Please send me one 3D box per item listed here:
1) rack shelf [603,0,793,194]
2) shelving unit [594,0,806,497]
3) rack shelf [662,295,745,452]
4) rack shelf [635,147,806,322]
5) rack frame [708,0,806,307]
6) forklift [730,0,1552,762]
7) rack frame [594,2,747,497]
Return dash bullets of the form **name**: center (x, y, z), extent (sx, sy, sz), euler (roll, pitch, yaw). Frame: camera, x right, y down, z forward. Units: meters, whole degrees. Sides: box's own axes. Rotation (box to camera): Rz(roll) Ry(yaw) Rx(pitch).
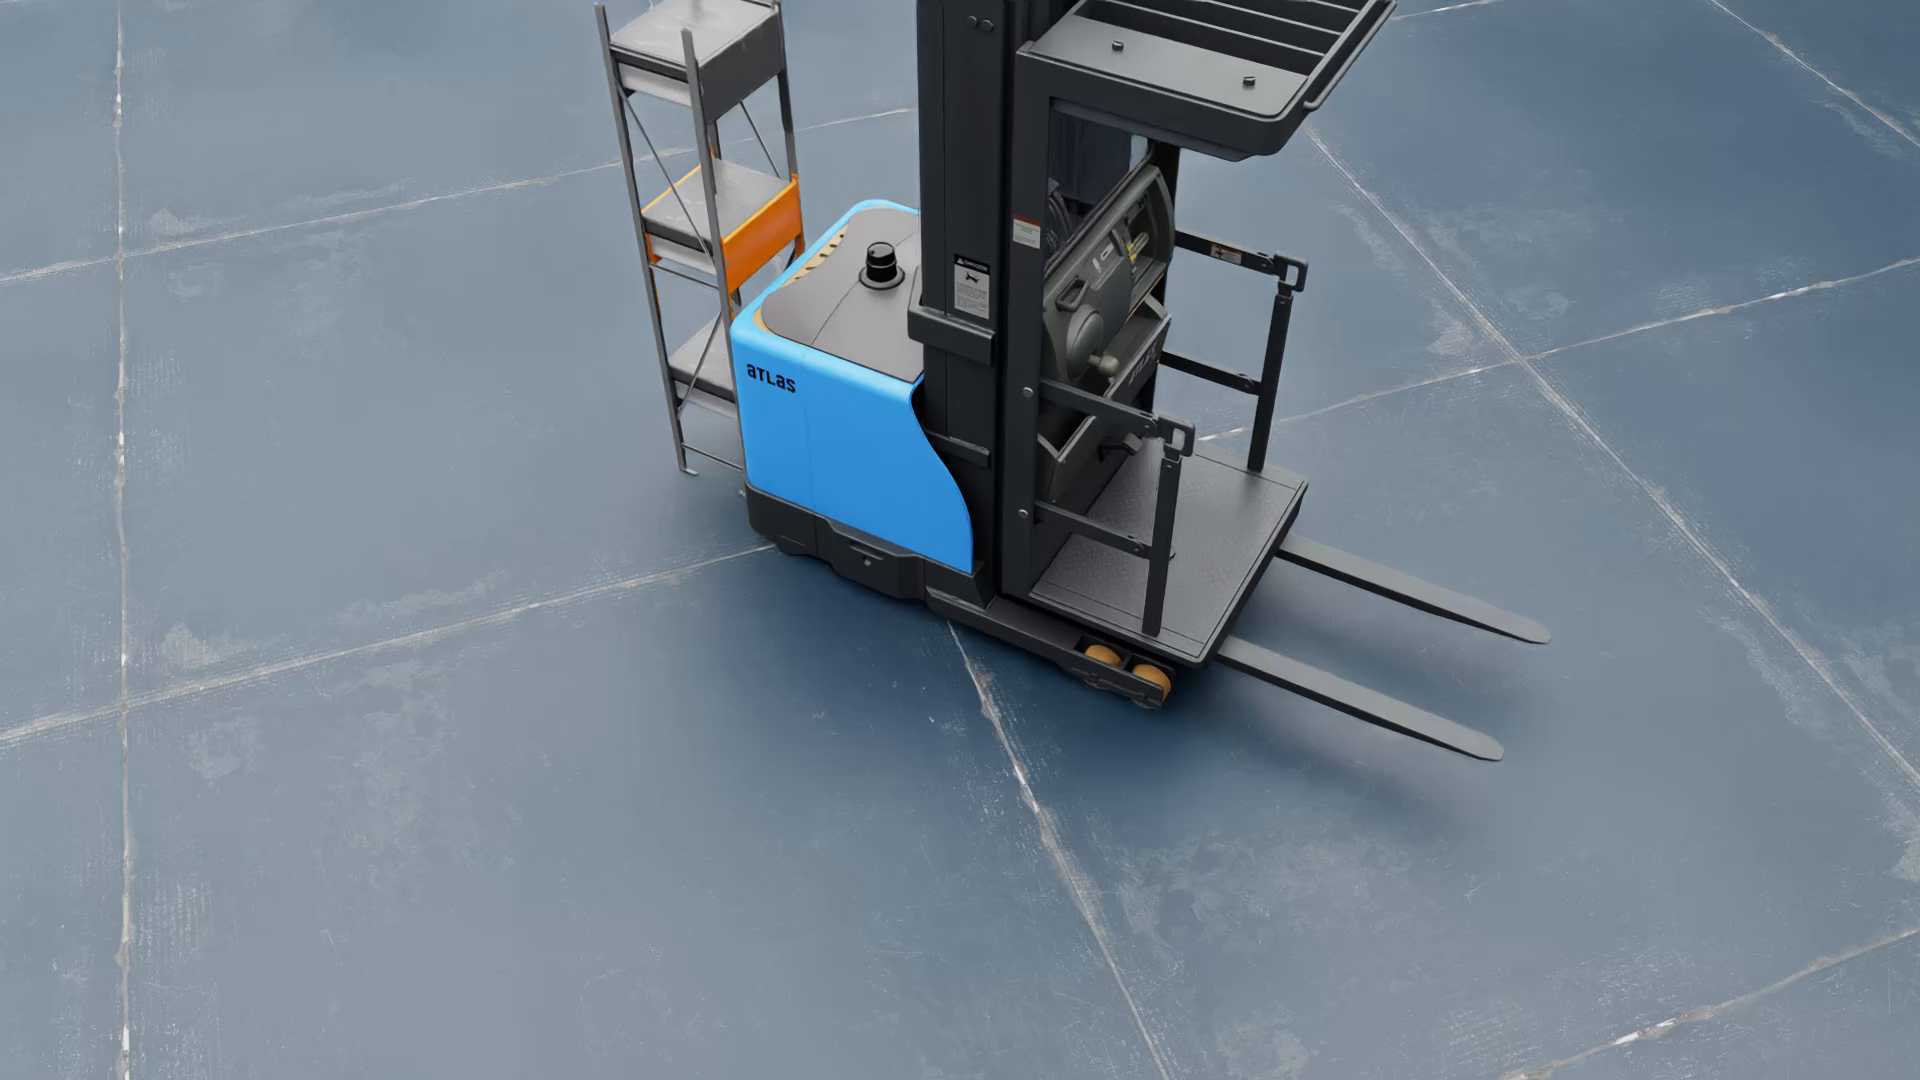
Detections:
- **rack shelf**: center (-0.921, -1.622, 5.908), extent (0.431, 0.518, 0.480), euler (22, 49, 22)
- **shelving unit**: center (-0.909, -1.132, 6.389), extent (0.431, 2.100, 0.503), euler (22, 49, 22)
- **rack shelf**: center (-0.896, -0.622, 6.888), extent (0.431, 0.518, 0.480), euler (22, 49, 22)
- **rack shelf**: center (-0.909, -1.122, 6.398), extent (0.431, 0.518, 0.480), euler (22, 49, 22)
- **rack frame**: center (-0.784, -1.280, 6.537), extent (0.400, 2.100, 0.015), euler (22, 49, 22)
- **forklift**: center (0.686, -0.848, 5.526), extent (3.031, 2.935, 1.130), euler (21, 49, 20)
- **rack frame**: center (-1.034, -0.983, 6.241), extent (0.400, 2.100, 0.015), euler (22, 49, 22)
